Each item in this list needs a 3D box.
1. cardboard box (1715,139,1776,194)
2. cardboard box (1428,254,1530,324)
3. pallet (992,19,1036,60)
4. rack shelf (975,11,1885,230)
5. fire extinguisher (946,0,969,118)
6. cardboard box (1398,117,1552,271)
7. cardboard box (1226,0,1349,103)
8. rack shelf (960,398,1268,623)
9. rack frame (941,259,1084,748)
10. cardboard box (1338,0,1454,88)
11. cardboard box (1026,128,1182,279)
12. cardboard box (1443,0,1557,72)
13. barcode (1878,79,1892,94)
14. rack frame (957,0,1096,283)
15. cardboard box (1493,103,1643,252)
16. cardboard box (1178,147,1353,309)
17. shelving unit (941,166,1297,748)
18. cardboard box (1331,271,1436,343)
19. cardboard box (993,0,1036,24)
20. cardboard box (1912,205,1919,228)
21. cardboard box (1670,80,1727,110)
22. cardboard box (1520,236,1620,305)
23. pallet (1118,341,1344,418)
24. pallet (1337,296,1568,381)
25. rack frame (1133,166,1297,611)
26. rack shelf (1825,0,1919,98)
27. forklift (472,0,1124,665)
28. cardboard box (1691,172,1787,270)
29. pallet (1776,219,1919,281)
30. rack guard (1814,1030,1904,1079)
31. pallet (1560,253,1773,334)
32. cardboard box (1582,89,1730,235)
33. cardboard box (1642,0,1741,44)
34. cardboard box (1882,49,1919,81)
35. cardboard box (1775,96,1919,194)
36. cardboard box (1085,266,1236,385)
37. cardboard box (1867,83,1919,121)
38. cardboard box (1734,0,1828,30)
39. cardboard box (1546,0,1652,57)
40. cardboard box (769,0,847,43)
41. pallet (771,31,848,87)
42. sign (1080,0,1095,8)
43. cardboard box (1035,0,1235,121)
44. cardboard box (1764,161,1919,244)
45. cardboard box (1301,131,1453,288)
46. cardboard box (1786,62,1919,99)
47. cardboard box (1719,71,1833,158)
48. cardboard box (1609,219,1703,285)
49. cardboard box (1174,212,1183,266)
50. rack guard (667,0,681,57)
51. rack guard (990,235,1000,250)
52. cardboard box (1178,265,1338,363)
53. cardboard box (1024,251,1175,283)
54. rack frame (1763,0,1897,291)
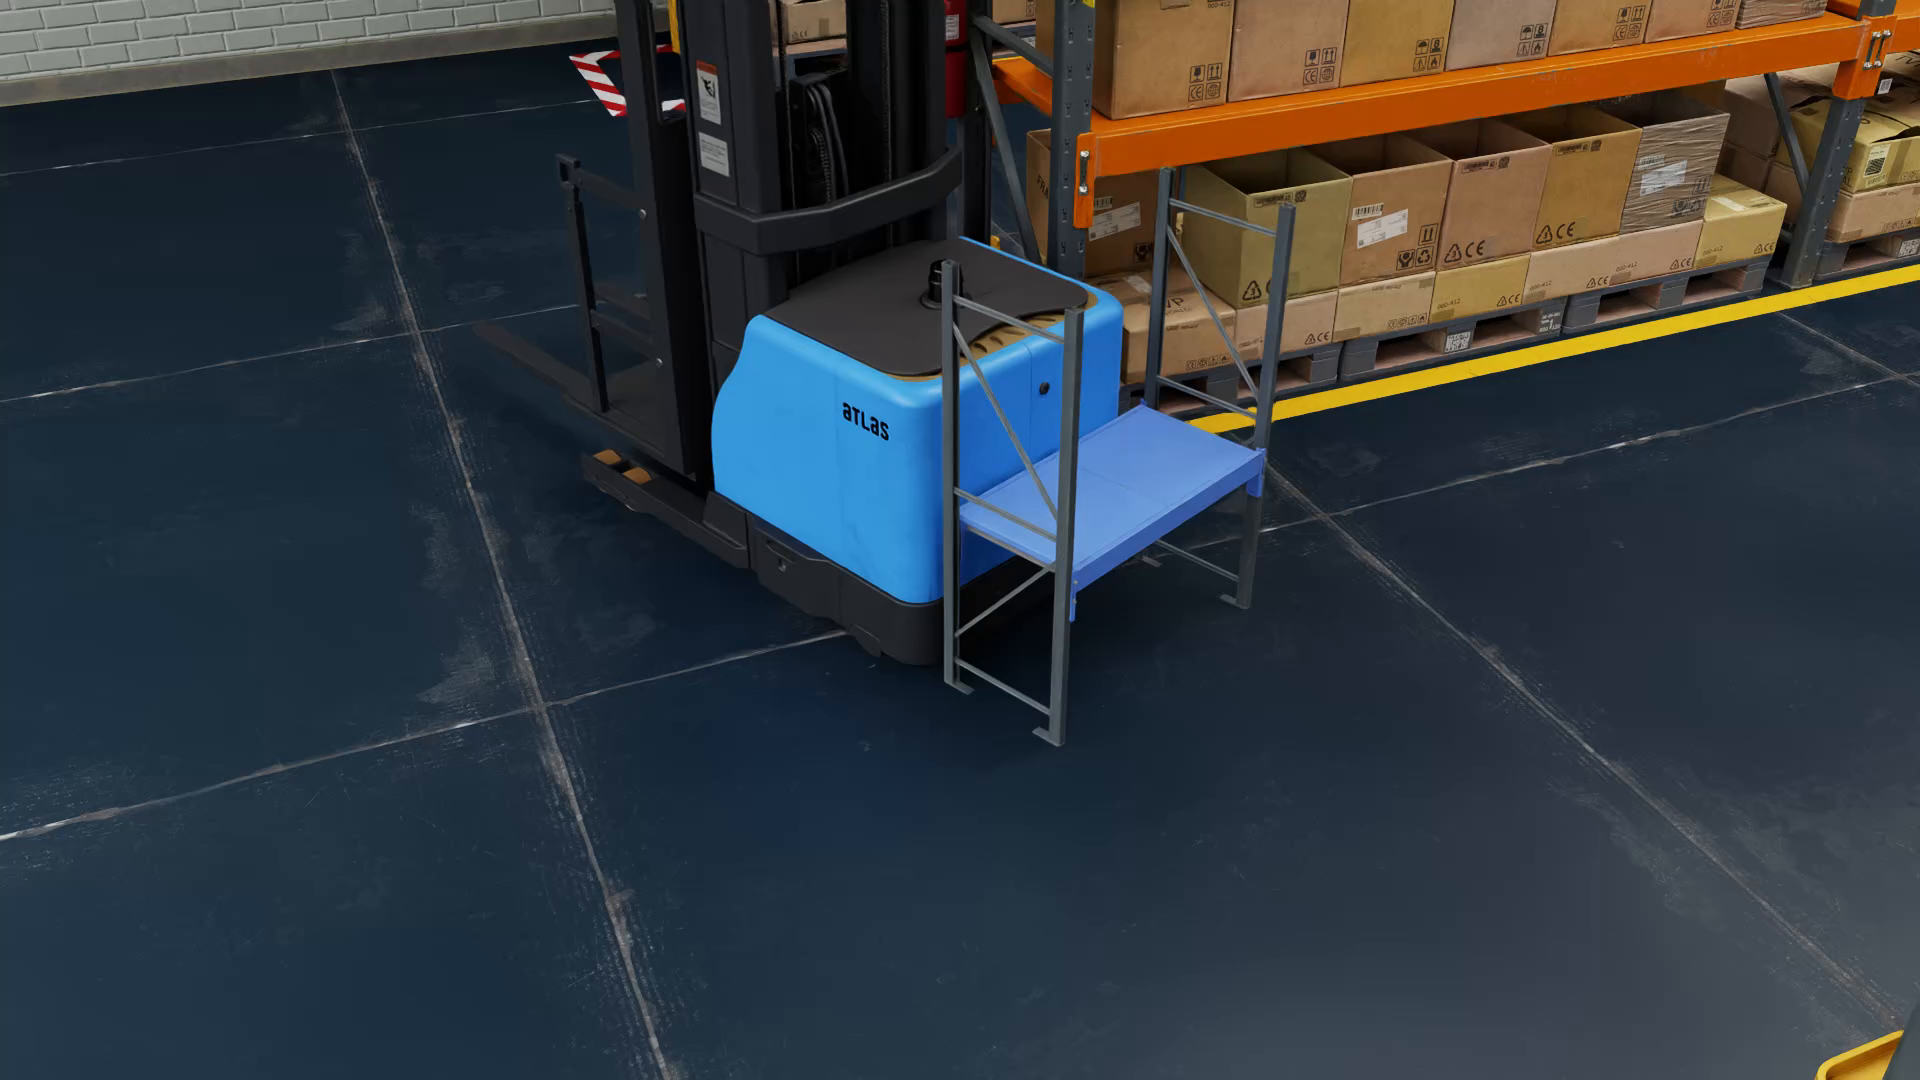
[{"bbox_3d":[4.193,-1.991,8.696,0.500,0.250,0.500,-13,35,-19],"label":"cardboard box"},{"bbox_3d":[2.199,-1.231,7.527,0.500,0.250,0.500,-13,35,-19],"label":"cardboard box"},{"bbox_3d":[0.269,-3.637,11.646,1.213,0.211,1.003,-13,35,-19],"label":"pallet"},{"bbox_3d":[2.079,-2.011,7.250,4.000,0.370,1.077,-13,35,-19],"label":"rack shelf"},{"bbox_3d":[-0.054,-2.066,6.746,0.183,0.674,0.296,-13,35,-19],"label":"fire extinguisher"},{"bbox_3d":[2.199,-1.545,7.322,0.500,0.500,0.500,-13,35,-19],"label":"cardboard box"},{"bbox_3d":[1.152,-2.137,6.693,0.500,0.500,0.700,-12,35,-18],"label":"cardboard box"},{"bbox_3d":[0.486,-0.123,5.394,0.538,0.185,1.000,27,42,35],"label":"rack shelf"},{"bbox_3d":[0.140,-0.071,4.984,0.500,1.500,0.032,27,42,35],"label":"rack frame"},{"bbox_3d":[1.612,-2.239,6.850,0.500,0.500,0.700,-13,35,-19],"label":"cardboard box"},{"bbox_3d":[0.614,-1.491,7.239,0.500,0.500,0.500,-13,35,-19],"label":"cardboard box"},{"bbox_3d":[2.096,-2.352,7.023,0.500,0.500,0.700,-12,35,-18],"label":"cardboard box"},{"bbox_3d":[4.319,-2.118,7.763,0.075,0.075,0.001,-13,35,-19],"label":"barcode"},{"bbox_3d":[0.235,-1.890,6.405,0.127,3.000,1.000,-13,35,-19],"label":"rack frame"},{"bbox_3d":[2.655,-1.657,7.496,0.500,0.500,0.500,-13,35,-19],"label":"cardboard box"},{"bbox_3d":[1.275,-1.336,7.001,0.500,0.500,0.500,-13,35,-19],"label":"cardboard box"},{"bbox_3d":[0.486,-0.274,5.296,0.538,1.500,1.048,27,42,35],"label":"shelving unit"},{"bbox_3d":[1.736,-1.128,7.369,0.500,0.250,0.500,-13,35,-19],"label":"cardboard box"},{"bbox_3d":[0.208,-3.868,11.333,0.500,0.500,0.700,-15,36,-22],"label":"cardboard box"},{"bbox_3d":[4.862,-1.826,8.442,0.500,0.250,0.500,-12,35,-18],"label":"cardboard box"},{"bbox_3d":[3.374,-2.132,8.225,0.500,0.500,0.500,-13,35,-19],"label":"cardboard box"},{"bbox_3d":[2.660,-1.337,7.690,0.500,0.250,0.500,-13,35,-19],"label":"cardboard box"},{"bbox_3d":[0.923,-0.904,7.445,1.213,0.211,1.003,-13,35,-19],"label":"pallet"},{"bbox_3d":[2.047,-1.159,7.838,1.213,0.211,1.003,-13,35,-19],"label":"pallet"},{"bbox_3d":[0.833,-0.477,5.608,0.500,1.500,0.032,27,42,35],"label":"rack frame"},{"bbox_3d":[5.767,-2.855,8.548,4.000,0.370,1.077,-13,35,-19],"label":"rack shelf"},{"bbox_3d":[-0.834,-1.517,5.893,1.130,2.935,3.031,-29,43,-36],"label":"forklift"},{"bbox_3d":[3.580,-1.550,8.018,0.500,0.250,0.500,-13,35,-19],"label":"cardboard box"},{"bbox_3d":[4.587,-1.741,8.732,1.213,0.211,1.003,-13,35,-19],"label":"pallet"},{"bbox_3d":[2.201,1.610,3.318,0.348,0.500,1.175,-13,35,-19],"label":"rack guard"},{"bbox_3d":[3.173,-1.419,8.237,1.213,0.211,1.003,-13,35,-19],"label":"pallet"},{"bbox_3d":[3.114,-1.765,7.661,0.500,0.500,0.500,-13,35,-19],"label":"cardboard box"},{"bbox_3d":[3.032,-2.565,7.350,0.500,0.500,0.700,-13,35,-19],"label":"cardboard box"},{"bbox_3d":[5.123,-2.440,8.872,0.500,0.311,0.500,-13,35,-19],"label":"cardboard box"},{"bbox_3d":[4.400,-1.955,8.126,0.500,0.311,0.500,-13,35,-19],"label":"cardboard box"},{"bbox_3d":[0.815,-0.915,7.042,0.500,0.250,0.500,-13,35,-19],"label":"cardboard box"},{"bbox_3d":[4.864,-2.058,8.285,0.500,0.311,0.500,-13,35,-19],"label":"cardboard box"},{"bbox_3d":[3.516,-2.680,7.526,0.500,0.500,0.700,-14,36,-20],"label":"cardboard box"},{"bbox_3d":[2.568,-2.461,7.190,0.500,0.500,0.700,-12,35,-18],"label":"cardboard box"},{"bbox_3d":[-1.014,-3.539,11.000,0.500,0.311,0.500,-17,37,-24],"label":"cardboard box"},{"bbox_3d":[-0.854,-3.381,11.253,1.213,0.211,1.003,-13,35,-19],"label":"pallet"},{"bbox_3d":[0.444,-2.006,5.716,0.005,0.325,0.100,-13,35,-19],"label":"sign"},{"bbox_3d":[0.670,-2.024,6.519,0.500,0.500,0.700,-13,35,-19],"label":"cardboard box"},{"bbox_3d":[4.390,-1.719,8.277,0.500,0.250,0.500,-14,35,-20],"label":"cardboard box"},{"bbox_3d":[1.731,-1.448,7.173,0.500,0.500,0.500,-13,35,-19],"label":"cardboard box"},{"bbox_3d":[4.662,-2.336,8.712,0.500,0.311,0.500,-12,35,-18],"label":"cardboard box"},{"bbox_3d":[4.185,-2.223,8.538,0.500,0.311,0.500,-13,35,-19],"label":"cardboard box"},{"bbox_3d":[3.115,-1.450,7.864,0.500,0.250,0.500,-13,35,-19],"label":"cardboard box"},{"bbox_3d":[1.071,-1.287,7.614,0.500,0.250,0.500,-13,35,-19],"label":"cardboard box"},{"bbox_3d":[-1.616,-3.349,10.938,0.348,0.500,1.175,-13,35,-19],"label":"rack guard"},{"bbox_3d":[0.212,-0.837,7.078,0.348,0.500,1.175,-13,35,-19],"label":"rack guard"},{"bbox_3d":[1.275,-1.022,7.207,0.500,0.250,0.500,-13,35,-19],"label":"cardboard box"},{"bbox_3d":[0.615,-1.175,7.442,0.500,0.250,0.500,-13,35,-19],"label":"cardboard box"},{"bbox_3d":[3.923,-2.735,7.702,0.127,3.000,1.000,-13,35,-19],"label":"rack frame"}]
